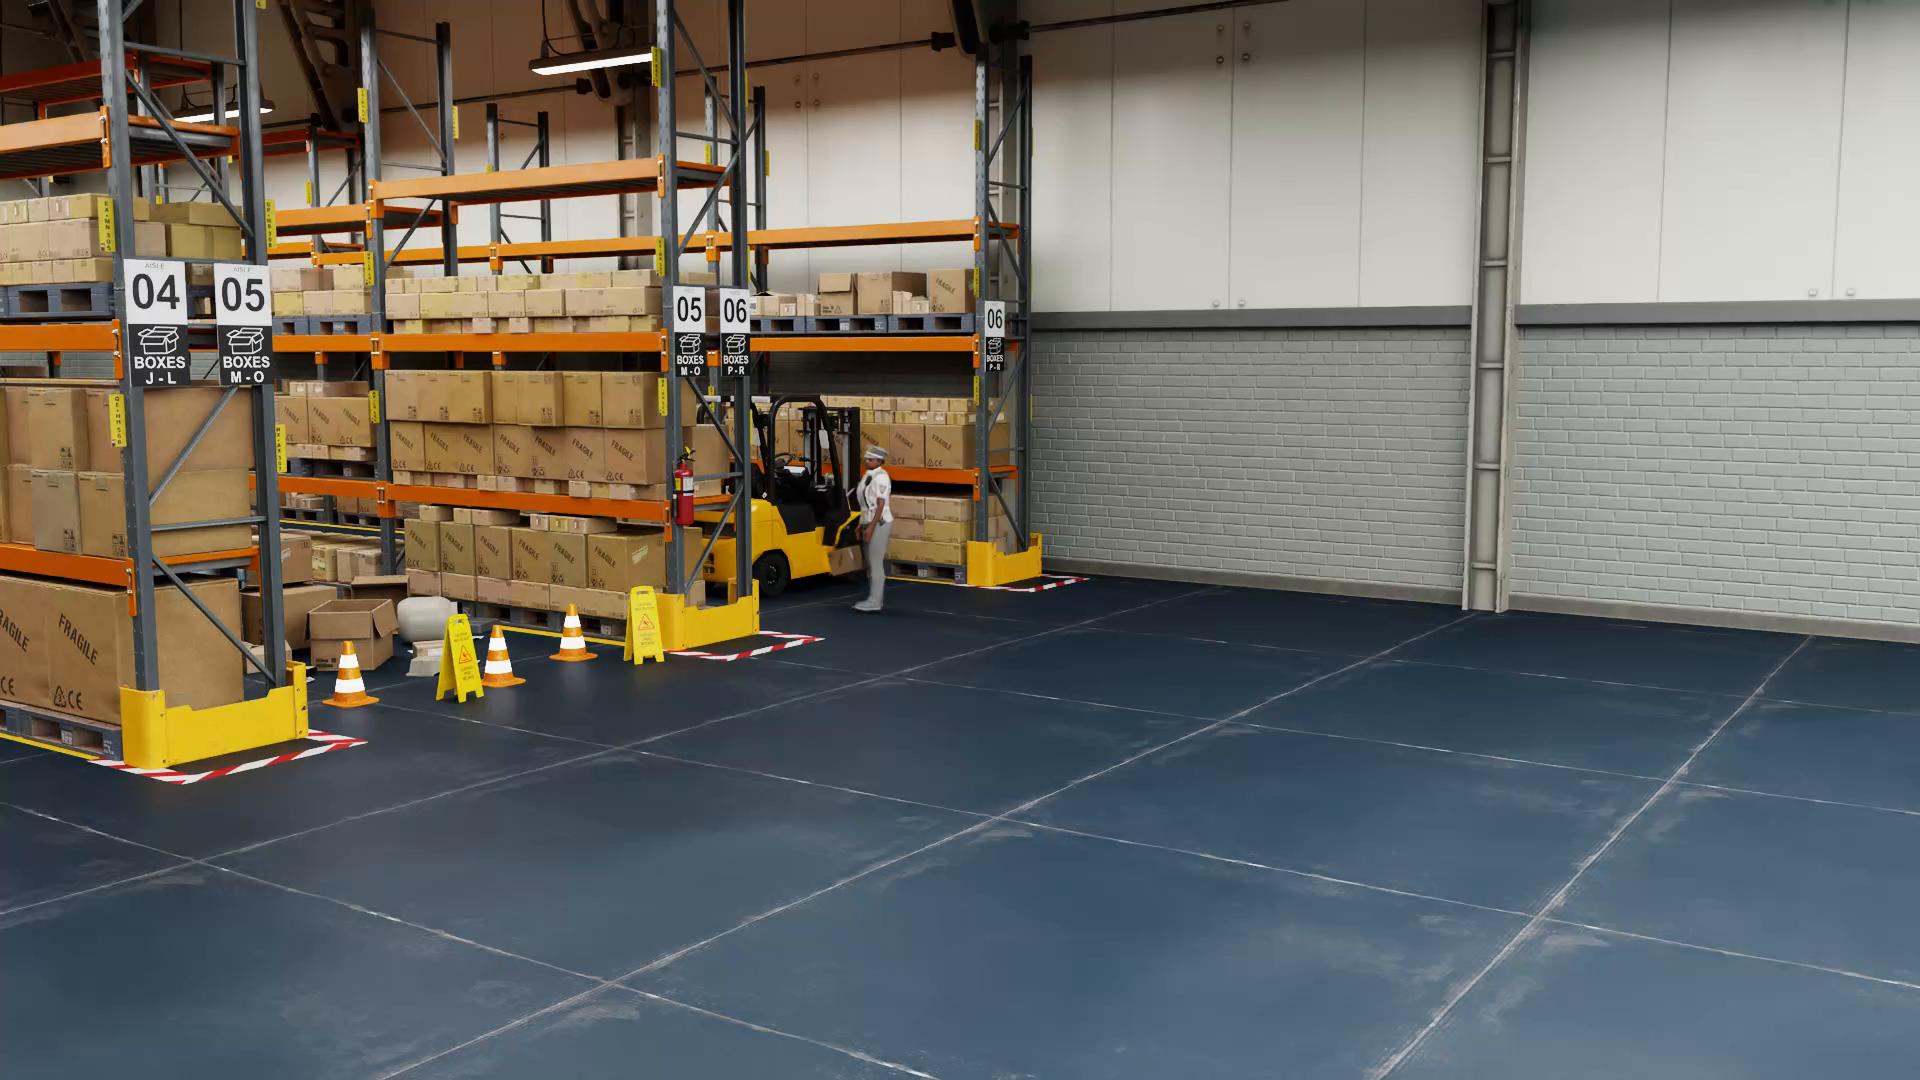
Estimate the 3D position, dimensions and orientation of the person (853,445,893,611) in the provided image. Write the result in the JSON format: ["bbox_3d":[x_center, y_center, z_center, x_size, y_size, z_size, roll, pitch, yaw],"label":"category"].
[{"bbox_3d":[-0.926,-0.127,16.863,0.443,1.691,0.530,-3,7,-23],"label":"person"}]
